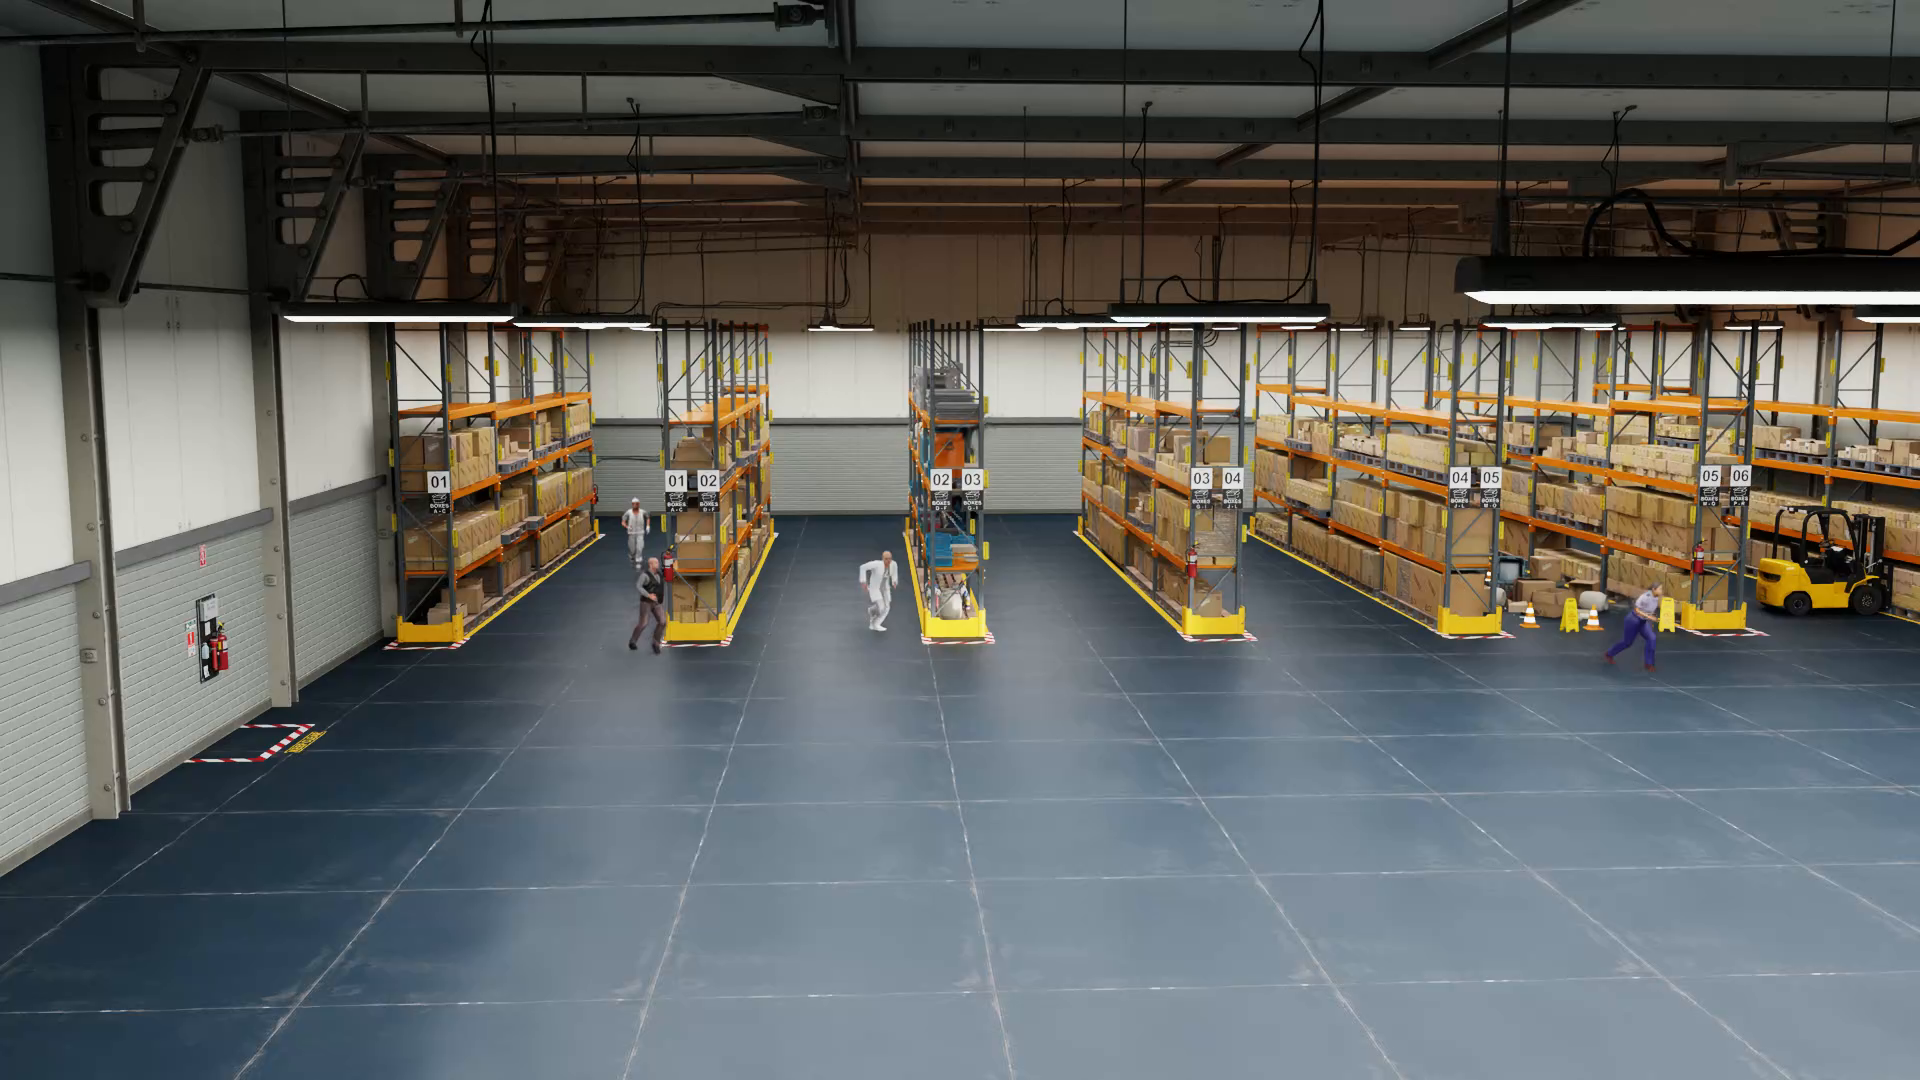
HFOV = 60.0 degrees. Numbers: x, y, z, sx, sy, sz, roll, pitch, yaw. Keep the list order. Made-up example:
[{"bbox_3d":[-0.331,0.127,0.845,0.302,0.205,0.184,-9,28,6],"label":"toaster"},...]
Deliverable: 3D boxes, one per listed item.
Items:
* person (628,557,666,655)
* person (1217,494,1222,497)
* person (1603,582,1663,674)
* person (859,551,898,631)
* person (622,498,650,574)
[{"bbox_3d":[-5.579,1.184,30.084,0.701,1.745,0.731,6,9,41],"label":"person"},{"bbox_3d":[7.498,-0.913,47.073,0.625,1.654,0.669,-1,7,-5],"label":"person"},{"bbox_3d":[11.528,1.468,28.469,0.962,1.613,0.648,7,10,45],"label":"person"},{"bbox_3d":[-1.543,0.988,31.821,0.735,1.601,0.873,-4,8,-30],"label":"person"},{"bbox_3d":[-7.812,-0.119,40.129,0.684,1.795,0.865,-2,7,-15],"label":"person"}]
